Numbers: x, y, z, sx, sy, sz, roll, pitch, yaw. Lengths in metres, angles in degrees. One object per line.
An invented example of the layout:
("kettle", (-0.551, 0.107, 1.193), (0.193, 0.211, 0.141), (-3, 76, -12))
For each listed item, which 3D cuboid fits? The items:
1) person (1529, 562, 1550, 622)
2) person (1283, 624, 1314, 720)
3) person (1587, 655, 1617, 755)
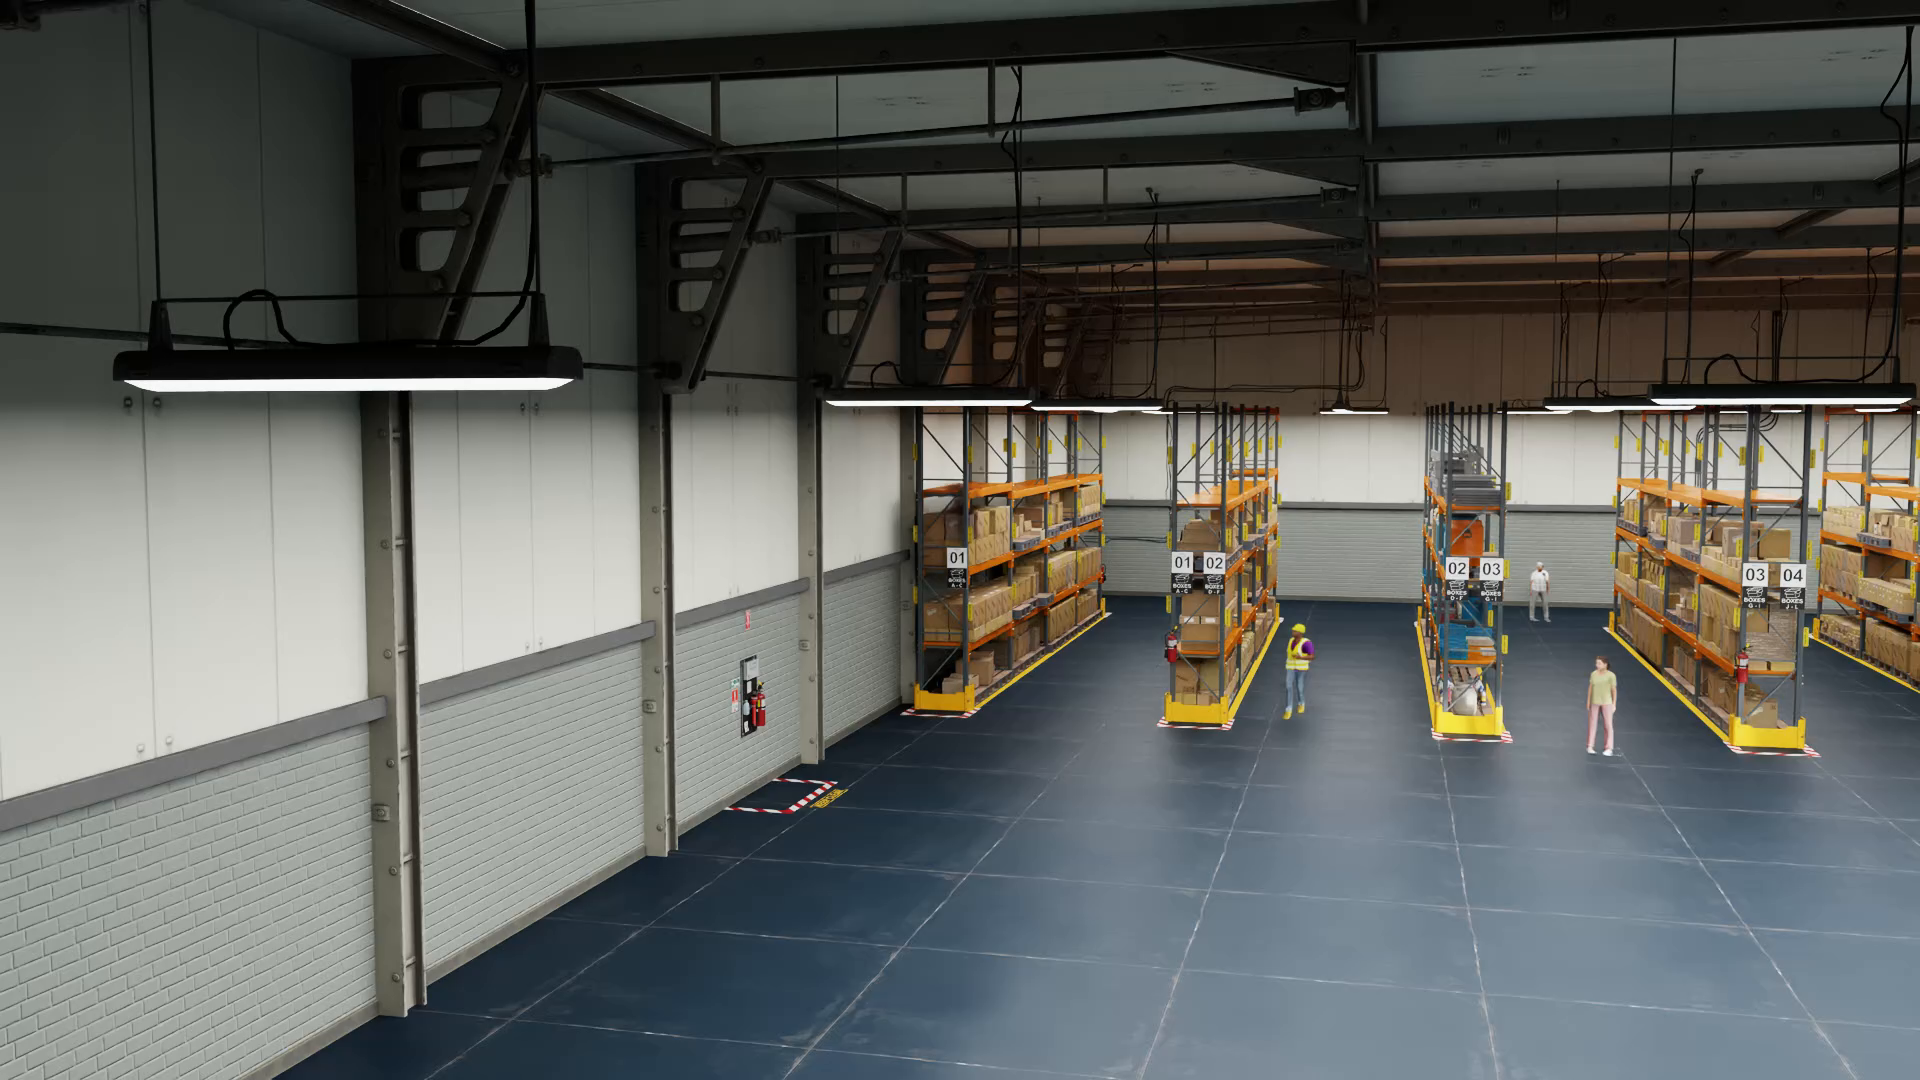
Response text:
("person", (16.303, 1.448, 46.750), (0.534, 1.669, 0.421), (0, 4, 5))
("person", (6.504, 2.502, 31.783), (0.563, 1.812, 0.835), (1, 4, 19))
("person", (10.873, 2.792, 28.236), (0.482, 1.678, 0.401), (4, 6, 40))
